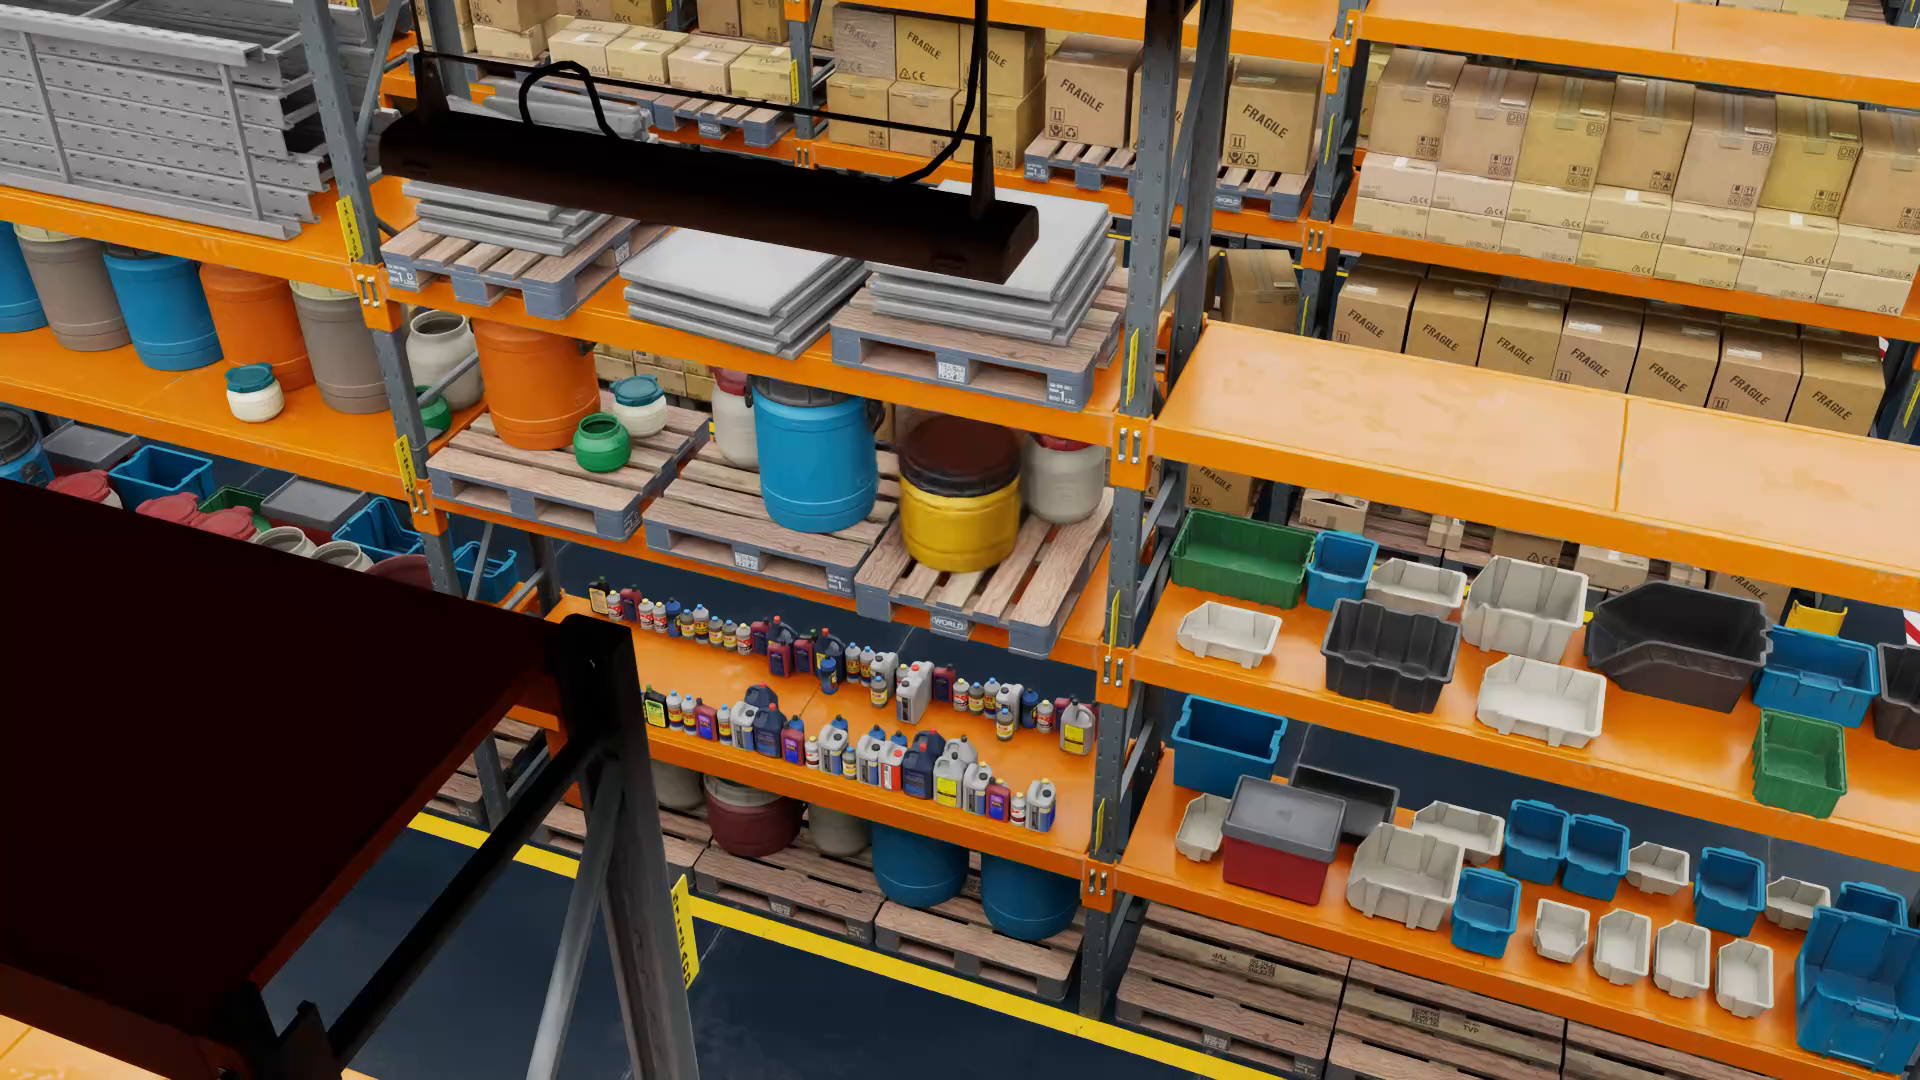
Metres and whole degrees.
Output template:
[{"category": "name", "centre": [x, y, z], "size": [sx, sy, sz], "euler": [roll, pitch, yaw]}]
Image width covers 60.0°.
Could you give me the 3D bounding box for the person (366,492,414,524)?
[{"category": "person", "centre": [-4.669, -0.862, 13.101], "size": [1.068, 1.741, 0.628], "euler": [1, 37, 1]}]
